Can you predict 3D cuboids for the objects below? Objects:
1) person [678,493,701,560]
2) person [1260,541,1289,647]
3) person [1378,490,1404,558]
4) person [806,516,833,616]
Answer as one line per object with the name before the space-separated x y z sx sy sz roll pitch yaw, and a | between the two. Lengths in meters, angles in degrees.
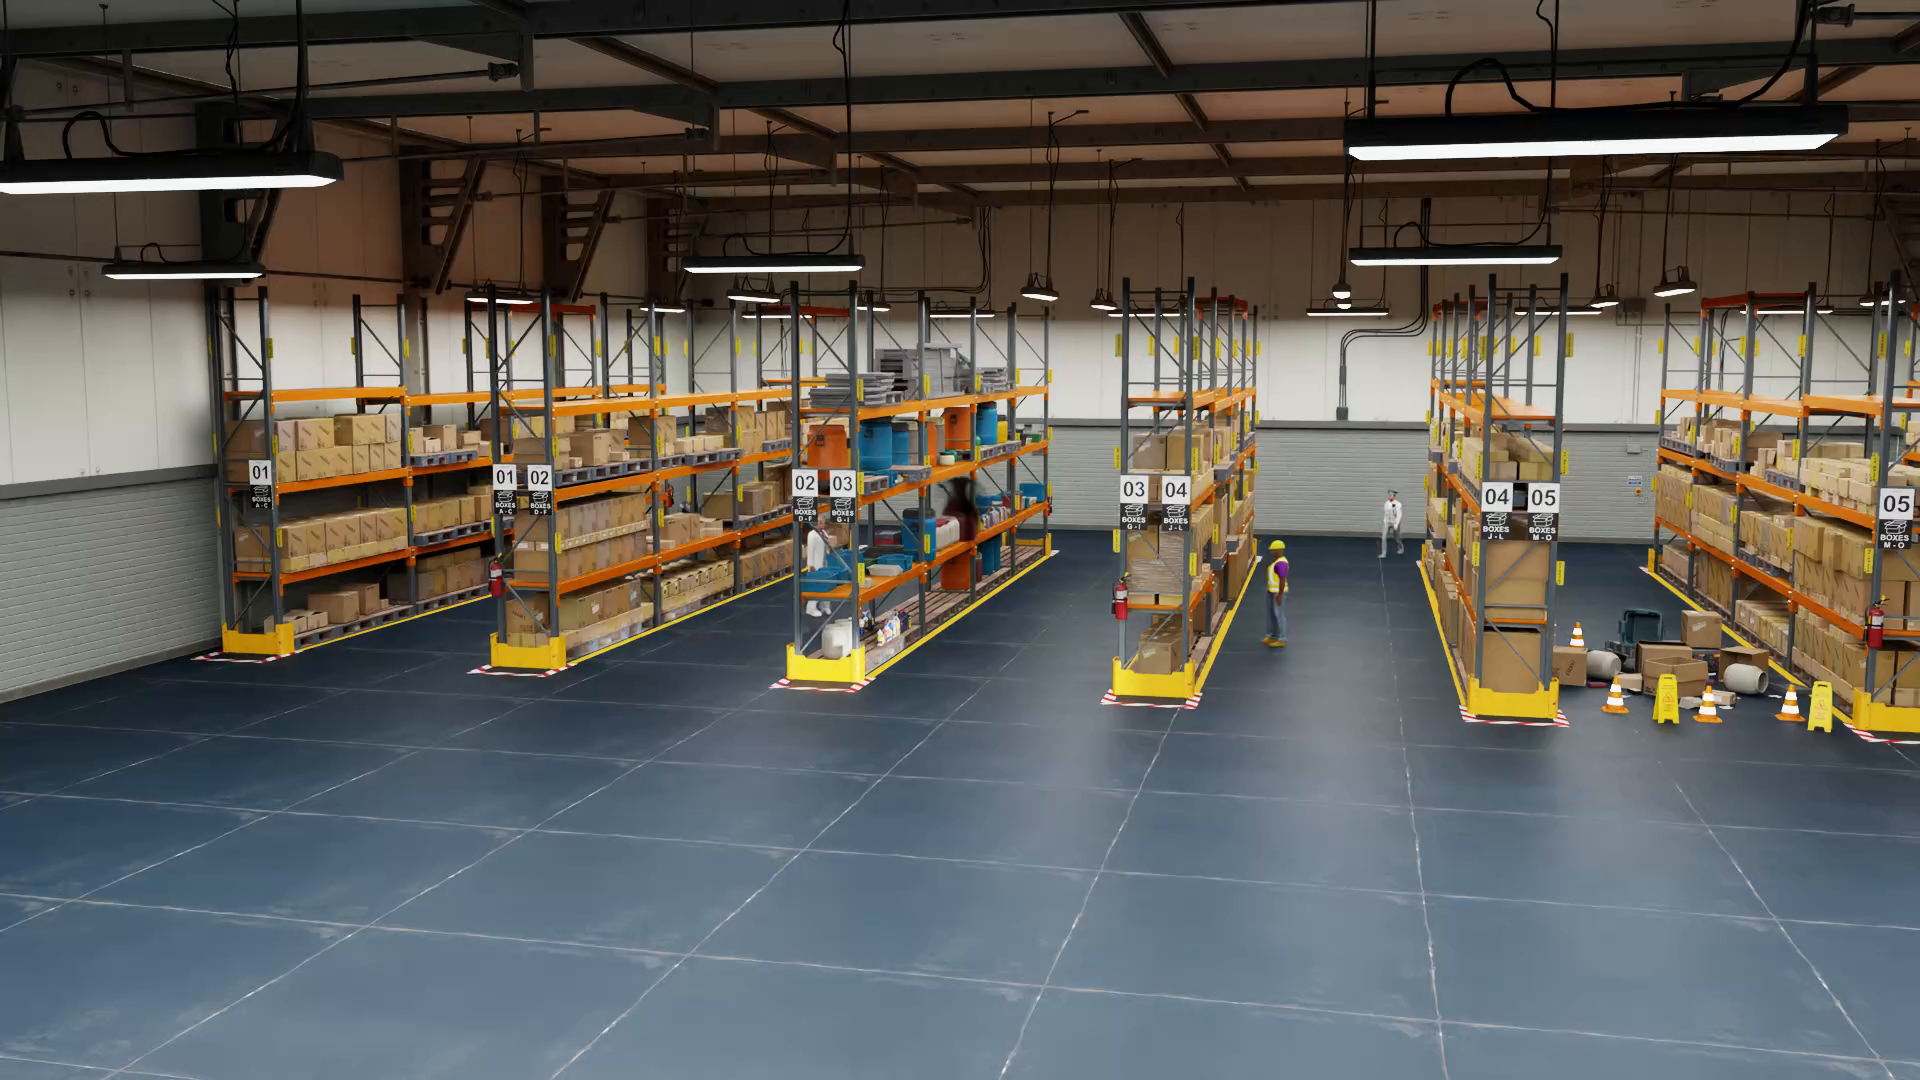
person | -6.315 -0.279 38.718 0.501 1.680 0.988 1 7 11
person | 5.346 0.887 28.173 0.455 1.764 0.623 -1 7 -13
person | 10.389 -0.398 39.932 0.494 1.631 0.975 5 8 35
person | -2.493 0.454 29.549 0.486 1.778 0.607 4 7 28
